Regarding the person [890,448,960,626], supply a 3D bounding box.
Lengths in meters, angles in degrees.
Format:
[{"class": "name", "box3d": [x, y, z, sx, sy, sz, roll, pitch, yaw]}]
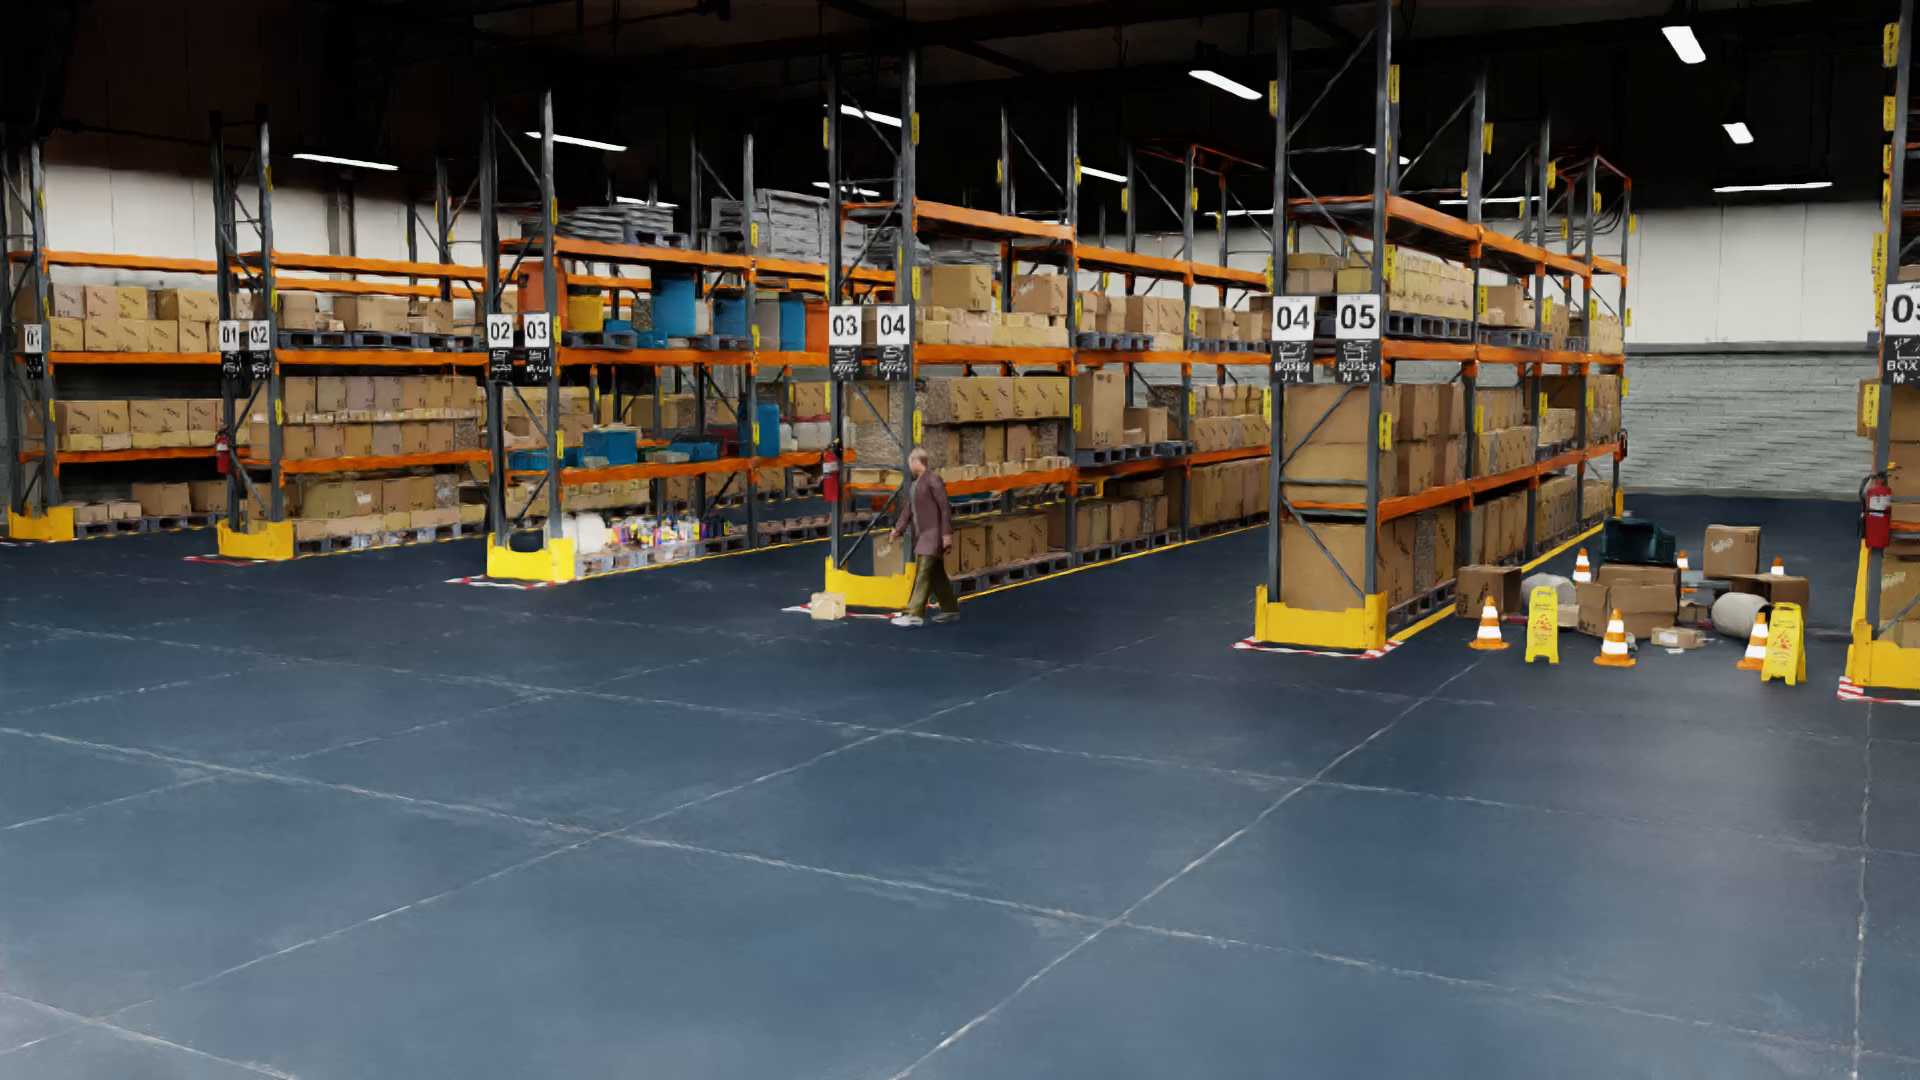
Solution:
[{"class": "person", "box3d": [-0.385, 0.028, 16.382, 0.909, 1.604, 0.610, -3, 7, -28]}]
